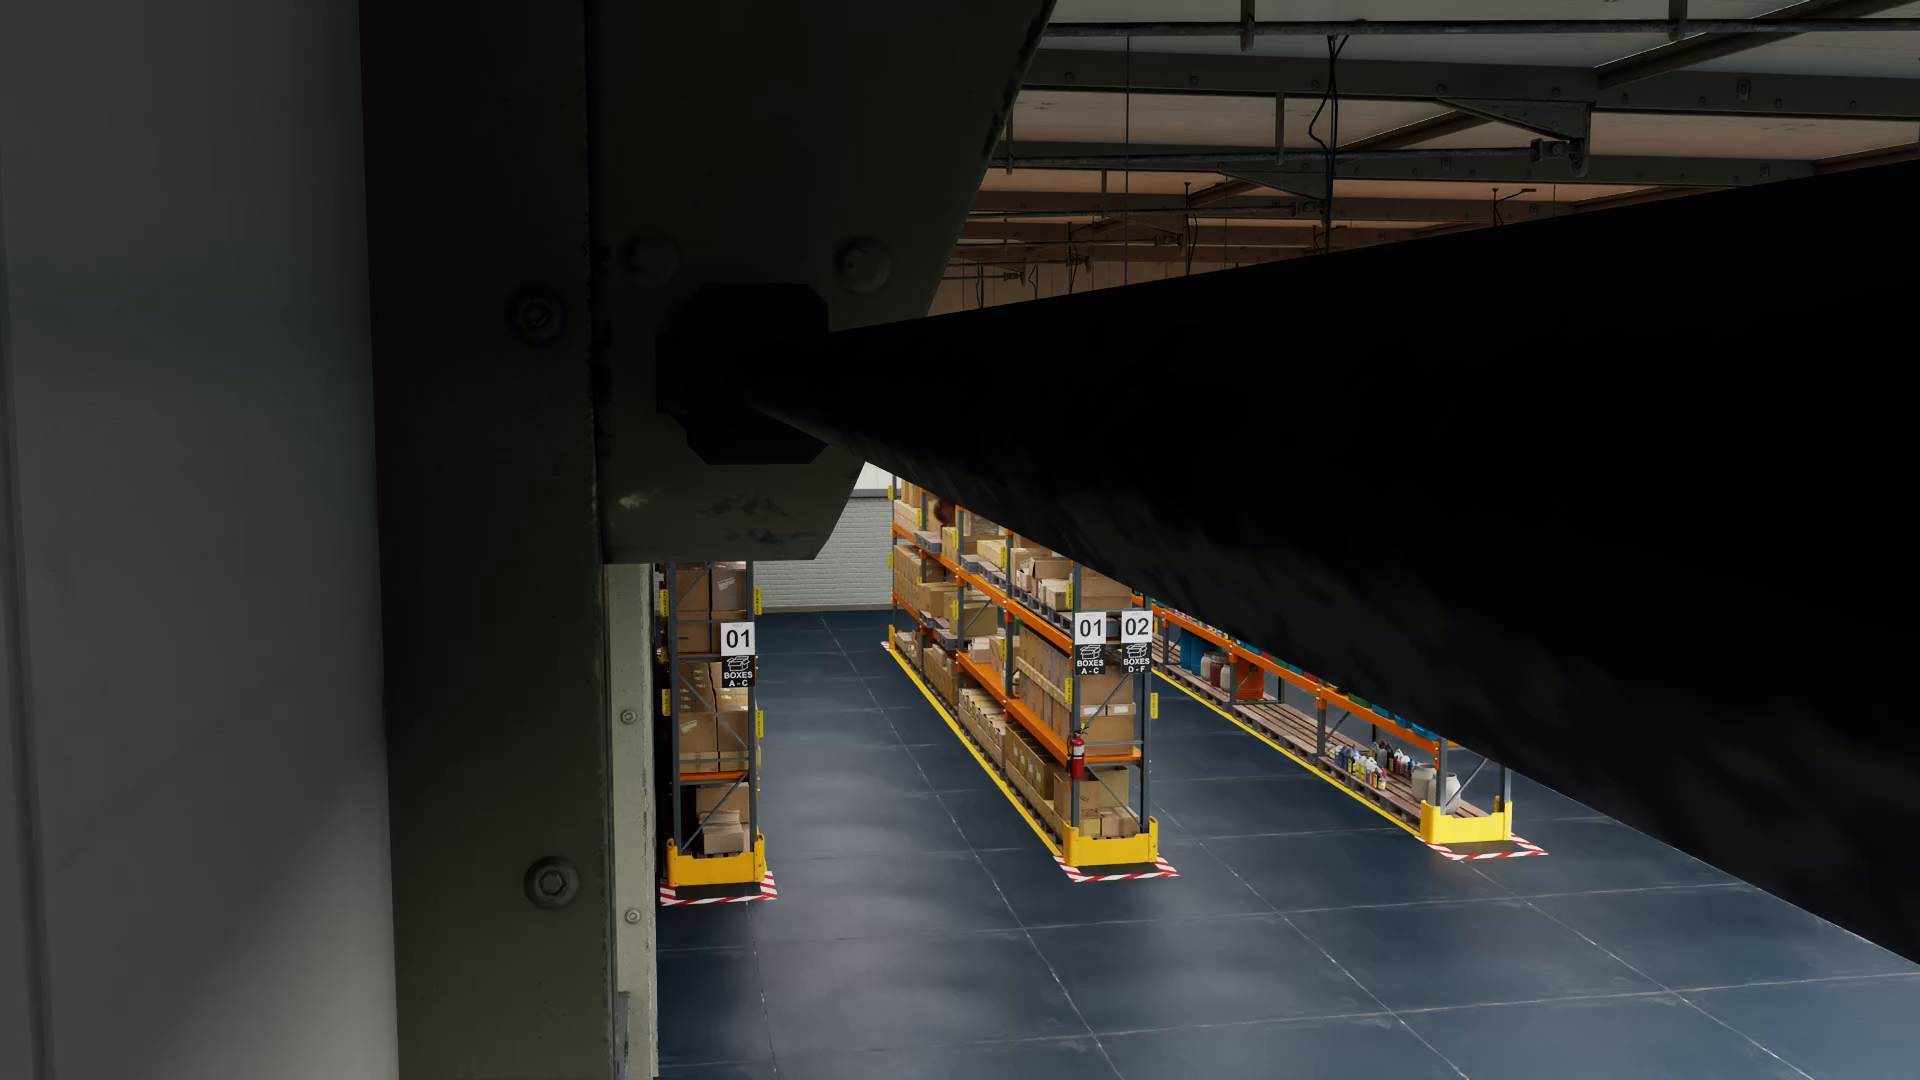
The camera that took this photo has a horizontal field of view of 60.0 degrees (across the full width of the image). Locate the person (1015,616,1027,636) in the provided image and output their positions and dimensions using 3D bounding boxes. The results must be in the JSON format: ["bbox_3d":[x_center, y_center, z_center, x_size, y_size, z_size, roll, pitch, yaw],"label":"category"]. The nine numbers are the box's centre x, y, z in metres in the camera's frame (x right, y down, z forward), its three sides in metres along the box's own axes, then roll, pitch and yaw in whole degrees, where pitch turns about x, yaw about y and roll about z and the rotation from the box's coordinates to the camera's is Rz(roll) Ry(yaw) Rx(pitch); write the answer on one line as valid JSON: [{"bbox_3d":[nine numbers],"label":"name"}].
[{"bbox_3d":[1.351,1.691,34.846,0.640,1.808,0.725,-2,6,-16],"label":"person"}]
